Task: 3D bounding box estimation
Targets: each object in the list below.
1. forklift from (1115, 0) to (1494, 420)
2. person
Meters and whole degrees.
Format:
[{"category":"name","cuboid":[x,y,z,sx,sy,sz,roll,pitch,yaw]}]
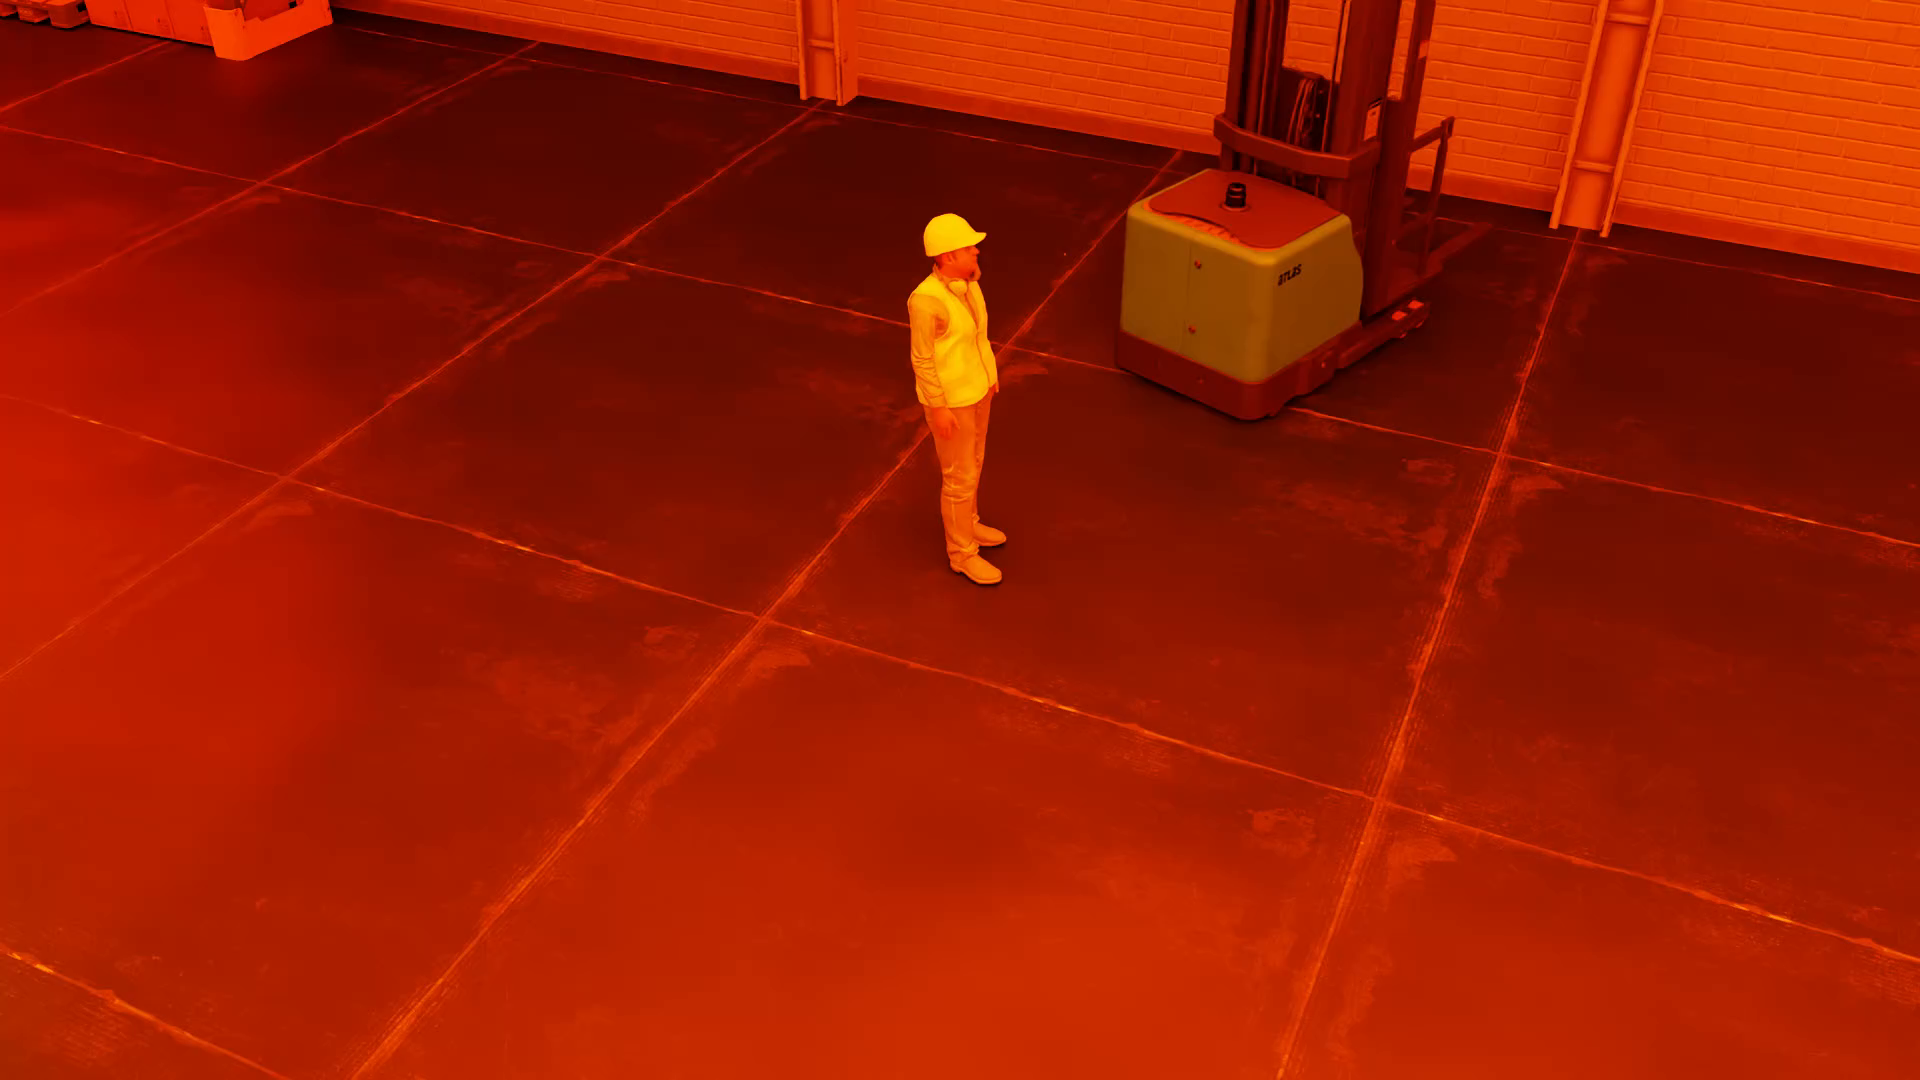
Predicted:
[{"category":"forklift","cuboid":[2.313,-2.634,9.780,1.130,2.935,3.031,29,45,34]},{"category":"person","cuboid":[0.054,-0.709,8.064,0.566,1.775,0.634,15,38,20]}]
